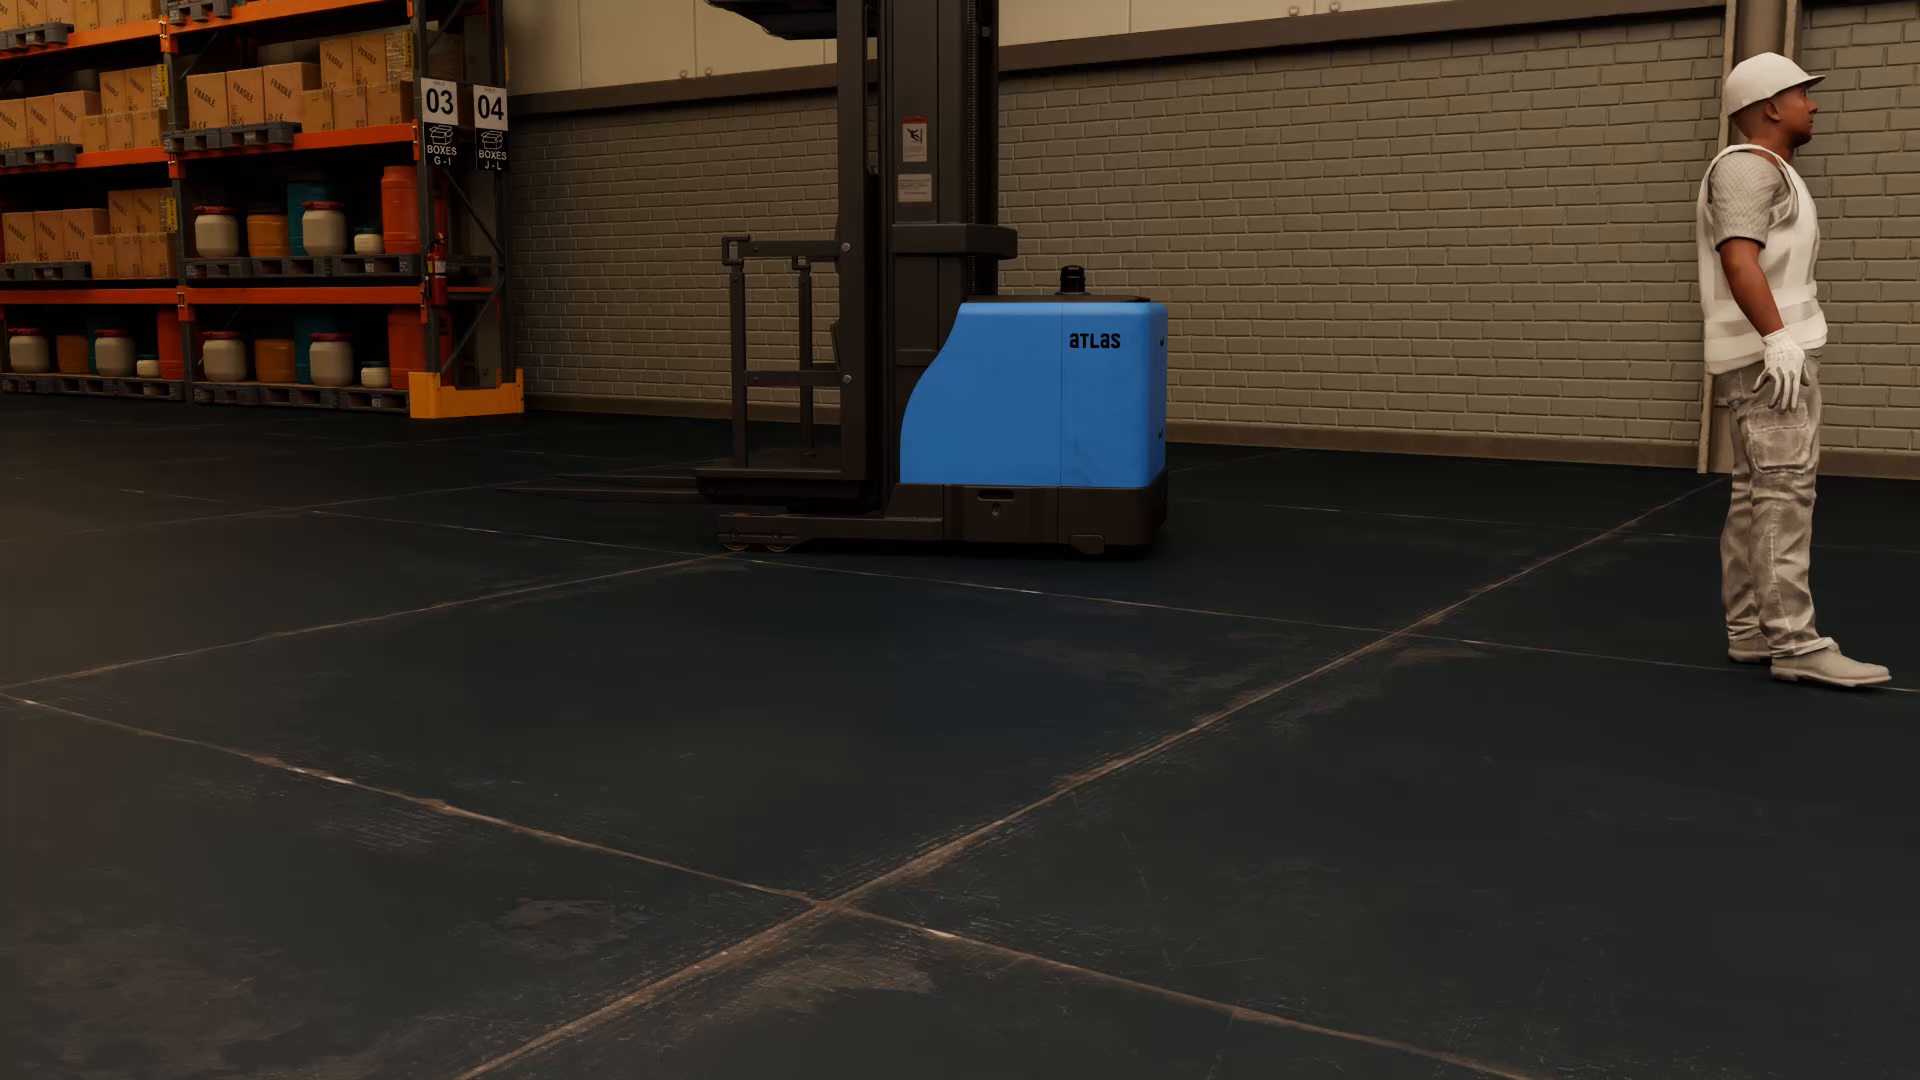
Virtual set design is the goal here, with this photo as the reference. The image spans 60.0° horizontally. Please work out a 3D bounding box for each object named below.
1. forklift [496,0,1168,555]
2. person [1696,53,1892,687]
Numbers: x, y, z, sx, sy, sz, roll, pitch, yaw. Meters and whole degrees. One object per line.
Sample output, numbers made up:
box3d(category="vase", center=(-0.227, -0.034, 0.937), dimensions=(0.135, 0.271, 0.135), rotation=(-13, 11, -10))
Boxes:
box3d(category="forklift", center=(-0.596, -1.469, 7.520), dimensions=(3.031, 2.935, 1.130), rotation=(2, 8, 12))
box3d(category="person", center=(2.436, -0.516, 4.846), dimensions=(0.577, 1.782, 0.656), rotation=(4, 9, 26))
